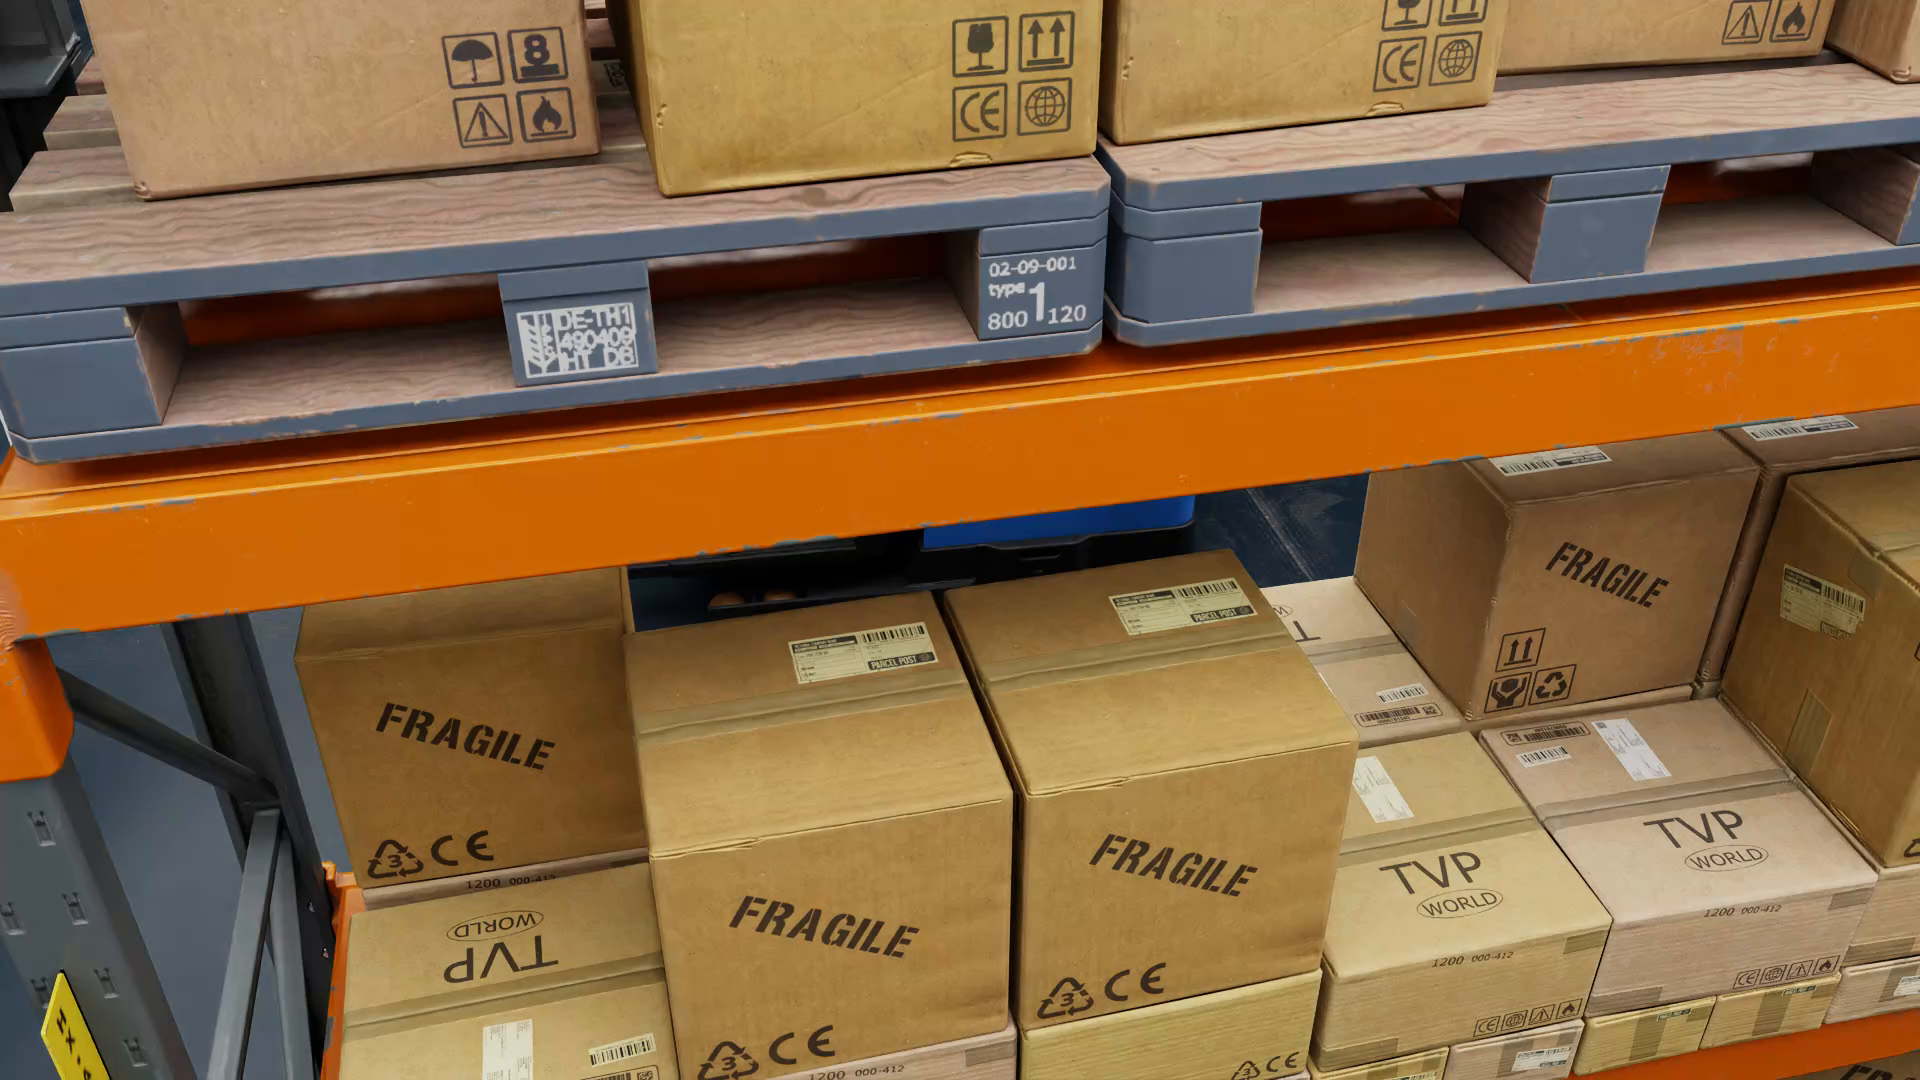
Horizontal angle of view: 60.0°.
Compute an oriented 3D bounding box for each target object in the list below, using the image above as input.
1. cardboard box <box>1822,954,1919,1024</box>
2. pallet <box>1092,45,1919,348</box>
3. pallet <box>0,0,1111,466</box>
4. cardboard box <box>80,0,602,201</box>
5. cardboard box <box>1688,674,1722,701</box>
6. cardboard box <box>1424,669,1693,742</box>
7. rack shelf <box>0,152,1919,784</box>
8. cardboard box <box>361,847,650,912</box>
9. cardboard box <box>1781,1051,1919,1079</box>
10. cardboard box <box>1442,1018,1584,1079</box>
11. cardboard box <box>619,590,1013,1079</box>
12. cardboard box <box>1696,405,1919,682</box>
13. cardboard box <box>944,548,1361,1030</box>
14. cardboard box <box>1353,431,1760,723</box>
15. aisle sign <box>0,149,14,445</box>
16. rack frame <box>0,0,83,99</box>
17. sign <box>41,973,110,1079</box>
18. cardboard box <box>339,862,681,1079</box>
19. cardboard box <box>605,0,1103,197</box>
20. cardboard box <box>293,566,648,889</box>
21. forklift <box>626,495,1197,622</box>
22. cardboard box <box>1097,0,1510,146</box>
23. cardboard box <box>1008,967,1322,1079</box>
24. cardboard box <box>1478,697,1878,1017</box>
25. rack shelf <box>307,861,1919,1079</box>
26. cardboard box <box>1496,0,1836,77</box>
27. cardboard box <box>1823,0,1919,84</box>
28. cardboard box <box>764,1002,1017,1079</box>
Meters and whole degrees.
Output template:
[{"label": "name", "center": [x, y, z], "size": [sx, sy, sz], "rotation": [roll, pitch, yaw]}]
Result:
[{"label": "cardboard box", "center": [1.680, 0.722, 3.208], "size": [0.250, 0.149, 0.380], "rotation": [-7, 34, -10]}, {"label": "pallet", "center": [0.670, -0.659, 2.428], "size": [1.213, 0.211, 1.003], "rotation": [-7, 35, -11]}, {"label": "pallet", "center": [-0.522, -0.507, 2.201], "size": [1.213, 0.211, 1.003], "rotation": [-7, 35, -11]}, {"label": "cardboard box", "center": [-0.748, -0.797, 1.998], "size": [0.500, 0.500, 0.700], "rotation": [-9, 35, -13]}, {"label": "cardboard box", "center": [1.655, 0.219, 3.599], "size": [0.500, 0.250, 0.500], "rotation": [-7, 35, -11]}, {"label": "cardboard box", "center": [1.151, 0.286, 3.499], "size": [0.500, 0.250, 0.500], "rotation": [-6, 34, -9]}, {"label": "rack shelf", "center": [0.707, -0.394, 2.599], "size": [4.000, 0.370, 1.077], "rotation": [-7, 35, -11]}, {"label": "cardboard box", "center": [-0.830, 0.534, 3.131], "size": [0.500, 0.250, 0.500], "rotation": [-8, 35, -11]}, {"label": "cardboard box", "center": [1.996, 1.052, 4.020], "size": [0.875, 0.875, 0.875], "rotation": [-7, 35, -11]}, {"label": "cardboard box", "center": [0.931, 0.816, 3.068], "size": [0.250, 0.149, 0.380], "rotation": [-7, 34, -10]}, {"label": "cardboard box", "center": [-0.228, 0.452, 2.579], "size": [0.500, 0.500, 0.500], "rotation": [-8, 35, -12]}, {"label": "cardboard box", "center": [1.652, -0.089, 3.386], "size": [0.500, 0.500, 0.500], "rotation": [-7, 35, -11]}, {"label": "cardboard box", "center": [0.276, 0.385, 2.679], "size": [0.500, 0.500, 0.500], "rotation": [-8, 35, -12]}, {"label": "cardboard box", "center": [1.146, -0.023, 3.287], "size": [0.500, 0.500, 0.500], "rotation": [-8, 35, -12]}, {"label": "aisle sign", "center": [-1.380, -0.435, 2.373], "size": [0.004, 0.787, 0.394], "rotation": [-7, 35, -11]}, {"label": "rack frame", "center": [-1.244, -1.692, 1.196], "size": [0.127, 3.000, 1.000], "rotation": [-7, 35, -11]}, {"label": "sign", "center": [-1.127, 0.709, 2.154], "size": [0.005, 0.325, 0.100], "rotation": [-7, 35, -11]}, {"label": "cardboard box", "center": [-0.716, 0.825, 2.696], "size": [0.500, 0.250, 0.500], "rotation": [-8, 35, -12]}, {"label": "cardboard box", "center": [-0.173, -0.801, 2.004], "size": [0.500, 0.500, 0.700], "rotation": [-8, 35, -12]}, {"label": "cardboard box", "center": [-0.827, 0.223, 2.920], "size": [0.500, 0.500, 0.500], "rotation": [-7, 34, -10]}, {"label": "forklift", "center": [-0.660, -1.170, 5.863], "size": [3.031, 2.935, 1.130], "rotation": [-5, 34, -7]}, {"label": "cardboard box", "center": [0.321, -0.891, 2.138], "size": [0.500, 0.500, 0.700], "rotation": [-9, 35, -14]}, {"label": "cardboard box", "center": [0.280, 0.698, 2.886], "size": [0.500, 0.250, 0.500], "rotation": [-8, 35, -12]}, {"label": "cardboard box", "center": [1.283, 0.570, 3.076], "size": [0.500, 0.250, 0.500], "rotation": [-7, 34, -10]}, {"label": "rack shelf", "center": [0.707, 0.851, 3.435], "size": [4.000, 0.370, 1.077], "rotation": [-7, 35, -11]}, {"label": "cardboard box", "center": [0.841, -1.016, 2.325], "size": [0.500, 0.500, 0.700], "rotation": [-6, 34, -8]}, {"label": "cardboard box", "center": [1.382, -1.004, 2.305], "size": [0.500, 0.500, 0.700], "rotation": [-5, 34, -8]}, {"label": "cardboard box", "center": [-0.210, 0.758, 2.797], "size": [0.500, 0.250, 0.500], "rotation": [-8, 35, -11]}]
